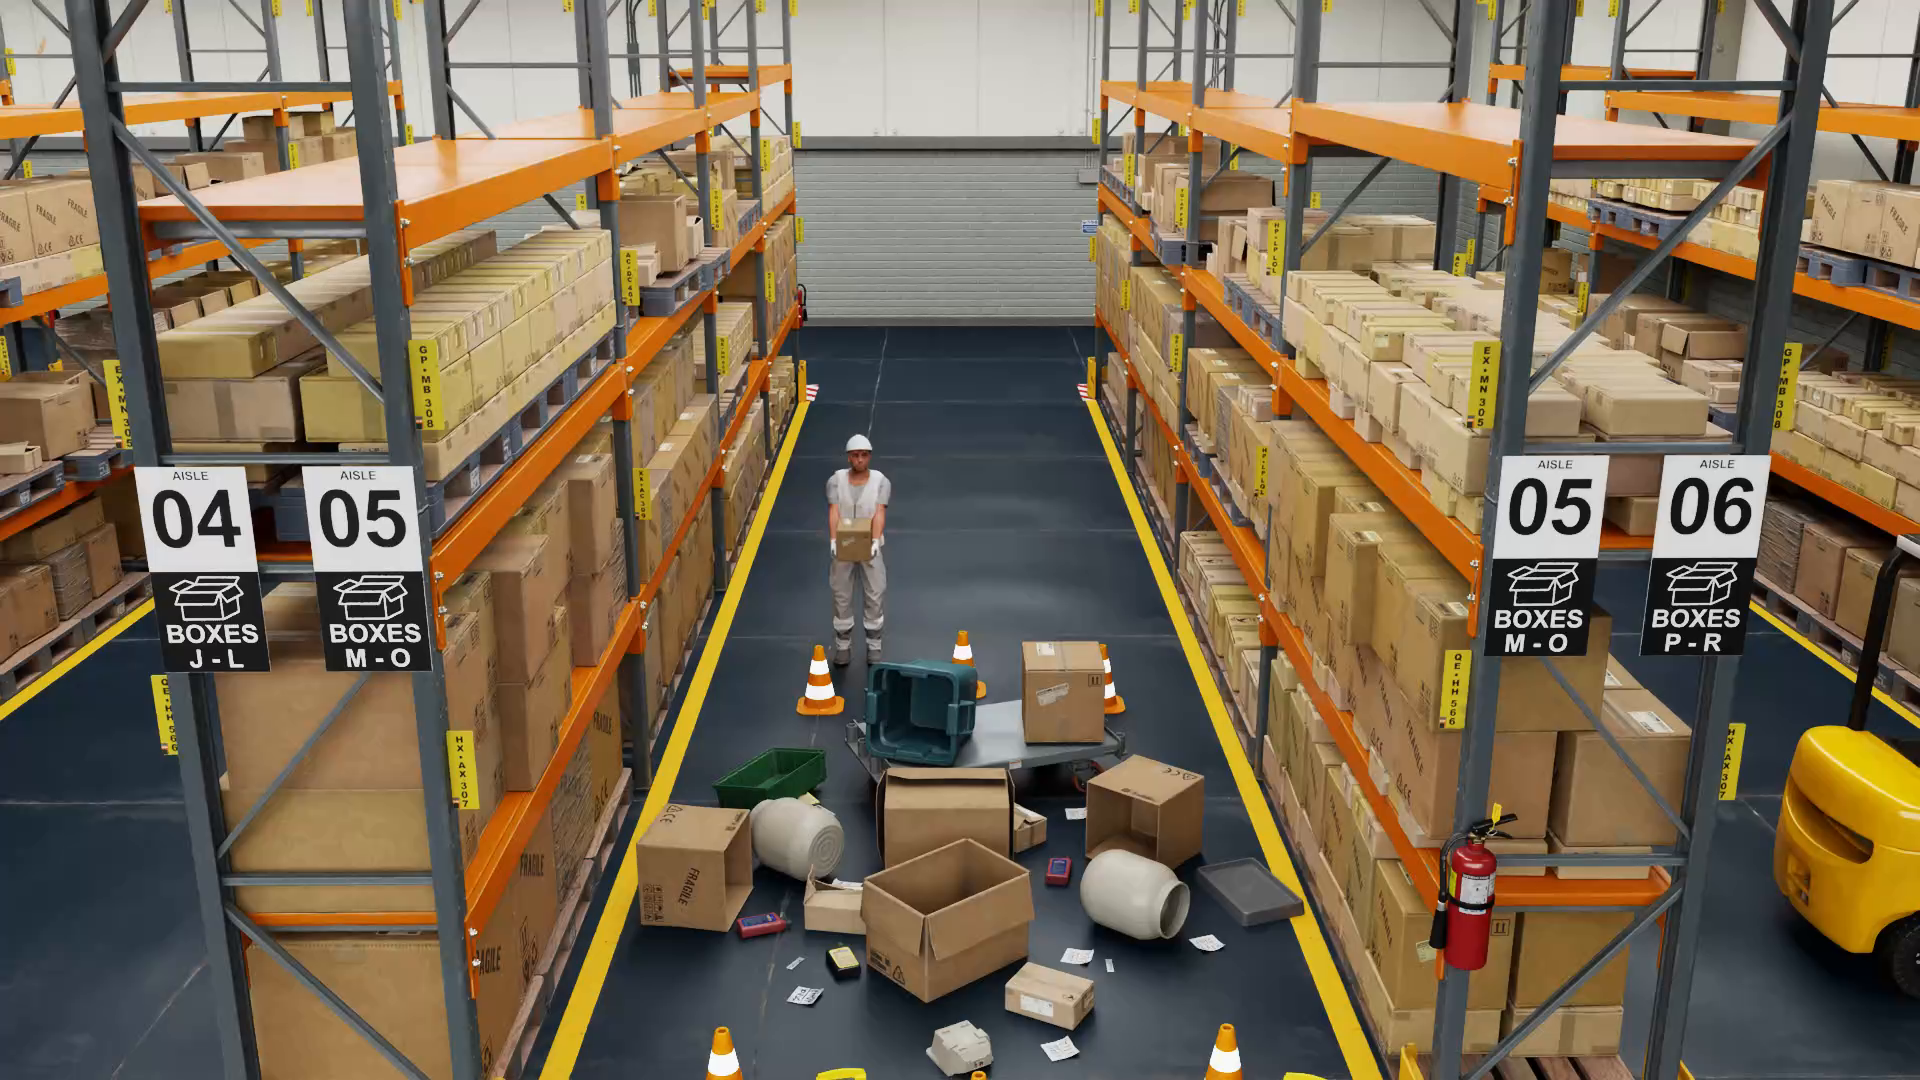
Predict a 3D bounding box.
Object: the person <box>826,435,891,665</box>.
[{"bbox_3d":[-0.773,0.104,12.670,0.494,1.783,0.558,0,17,0],"label":"person"}]
